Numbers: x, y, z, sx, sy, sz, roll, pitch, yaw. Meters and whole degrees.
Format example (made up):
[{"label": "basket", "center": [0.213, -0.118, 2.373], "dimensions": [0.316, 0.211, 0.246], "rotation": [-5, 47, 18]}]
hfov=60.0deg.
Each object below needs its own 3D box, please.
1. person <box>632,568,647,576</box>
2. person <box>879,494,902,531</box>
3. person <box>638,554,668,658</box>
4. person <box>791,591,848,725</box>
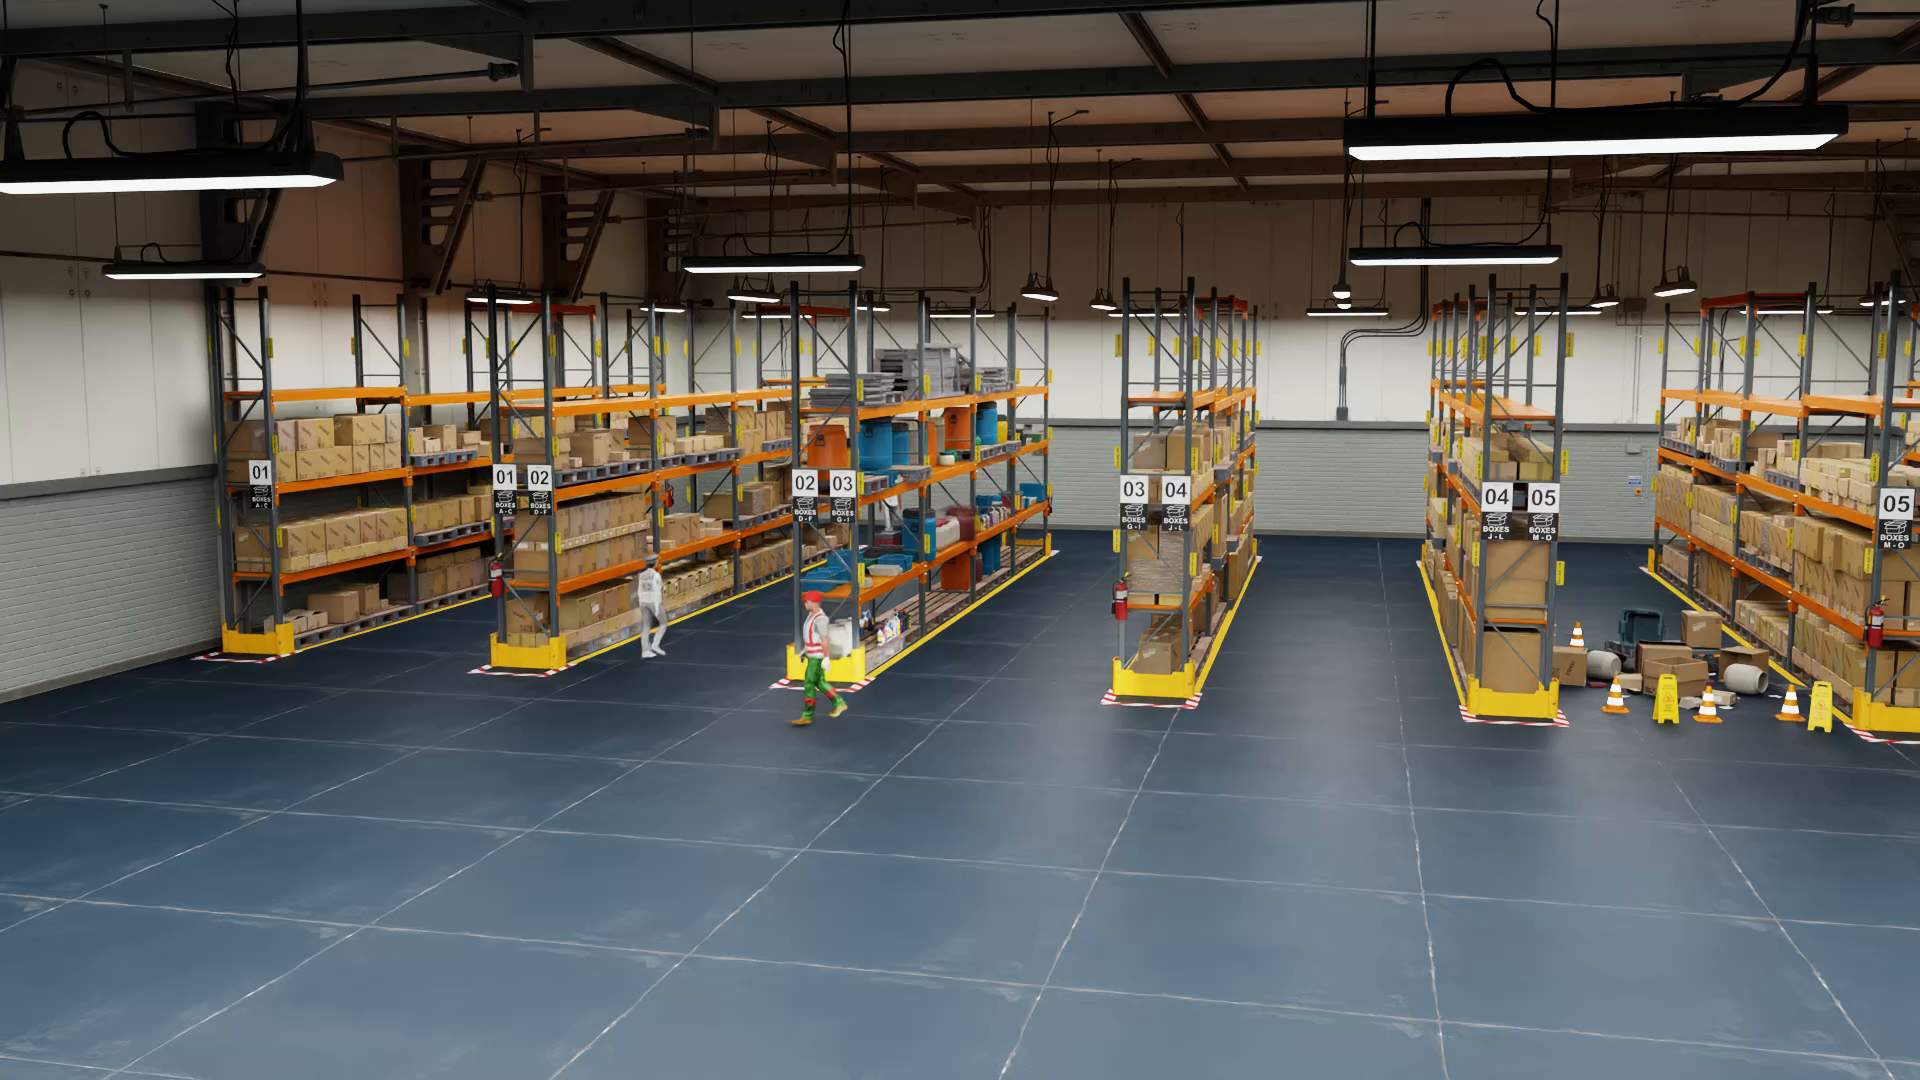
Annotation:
[{"label": "person", "center": [-6.868, 0.112, 35.524], "dimensions": [0.553, 1.616, 0.482], "rotation": [3, 7, 23]}, {"label": "person", "center": [-1.864, -0.955, 44.335], "dimensions": [0.595, 1.708, 1.122], "rotation": [-1, 7, -12]}, {"label": "person", "center": [-5.038, 1.066, 27.001], "dimensions": [0.502, 1.661, 0.480], "rotation": [3, 7, 25]}, {"label": "person", "center": [-1.897, 1.559, 22.328], "dimensions": [0.832, 1.776, 0.539], "rotation": [-2, 7, -17]}]
